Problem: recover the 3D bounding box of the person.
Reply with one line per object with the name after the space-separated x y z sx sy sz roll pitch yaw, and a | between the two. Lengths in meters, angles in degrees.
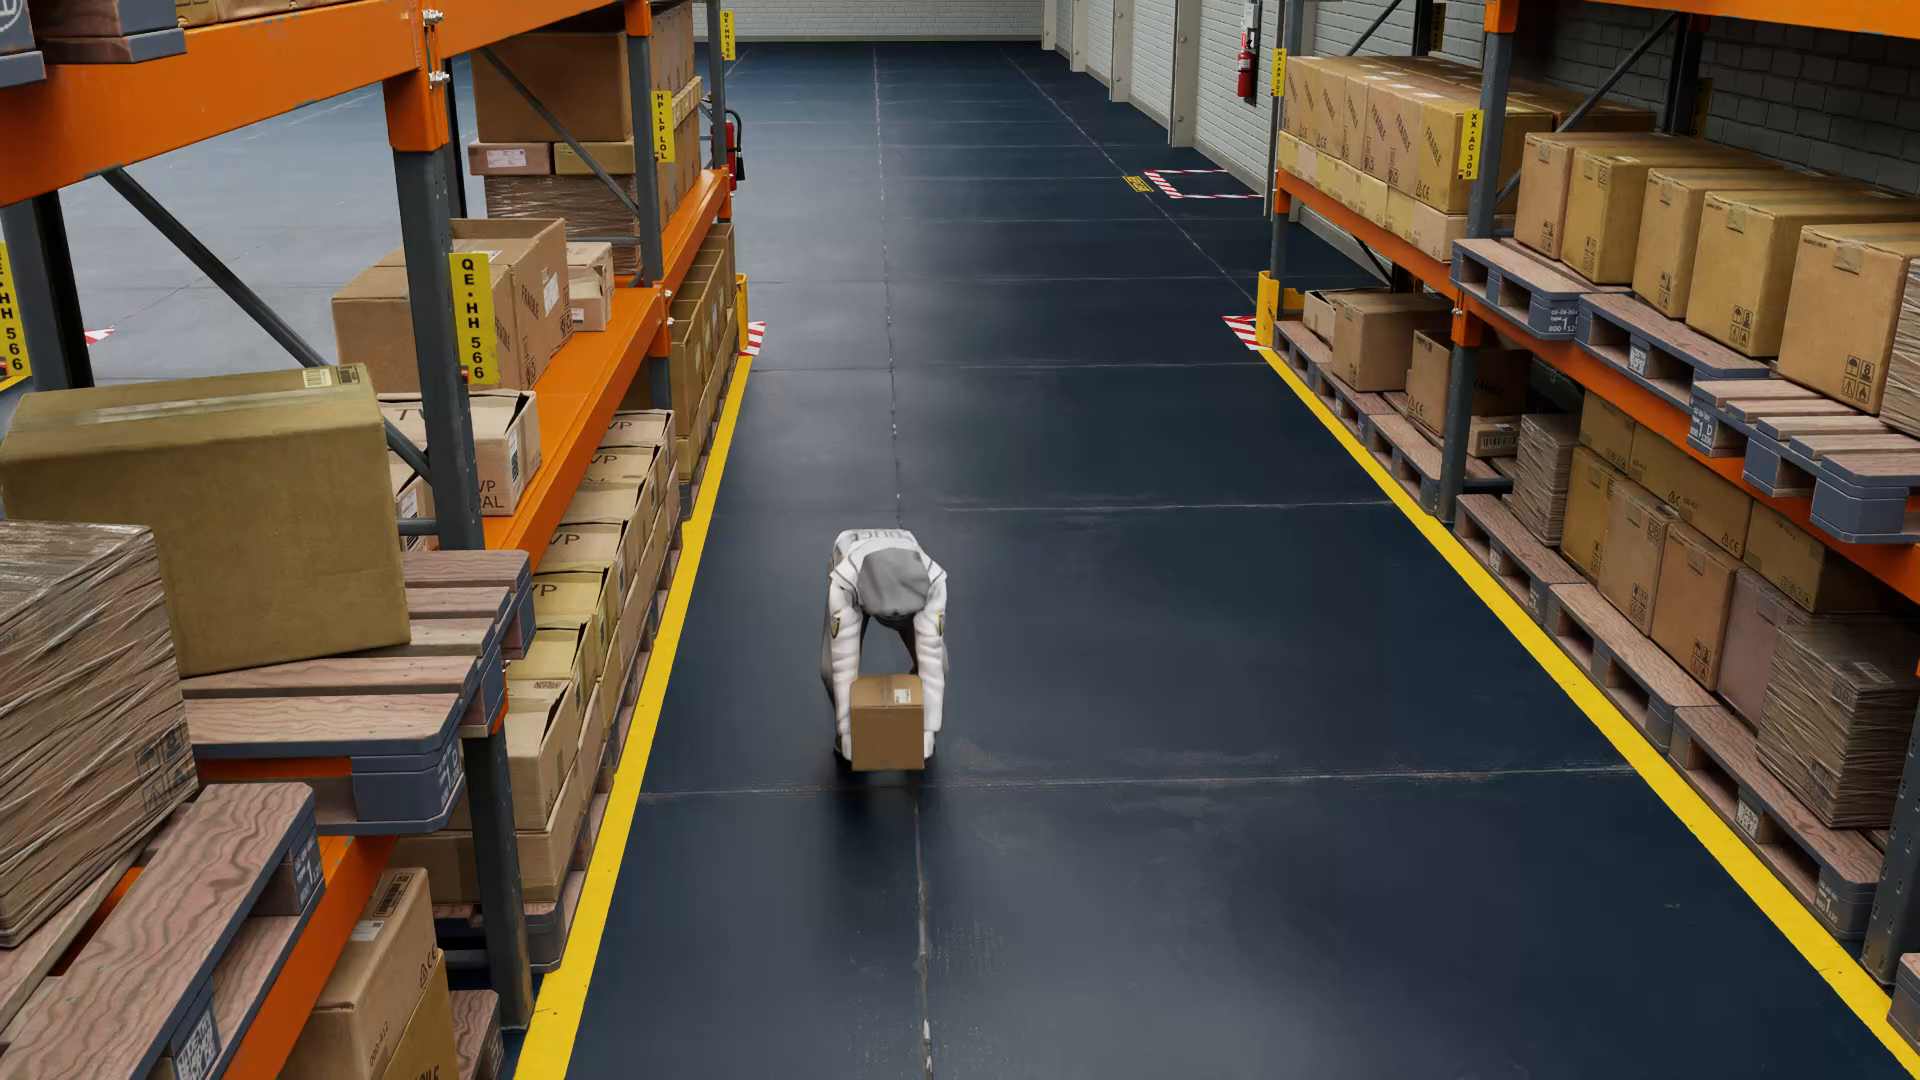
-0.275 0.381 6.045 0.470 0.977 0.912 -2 21 -5 | person
